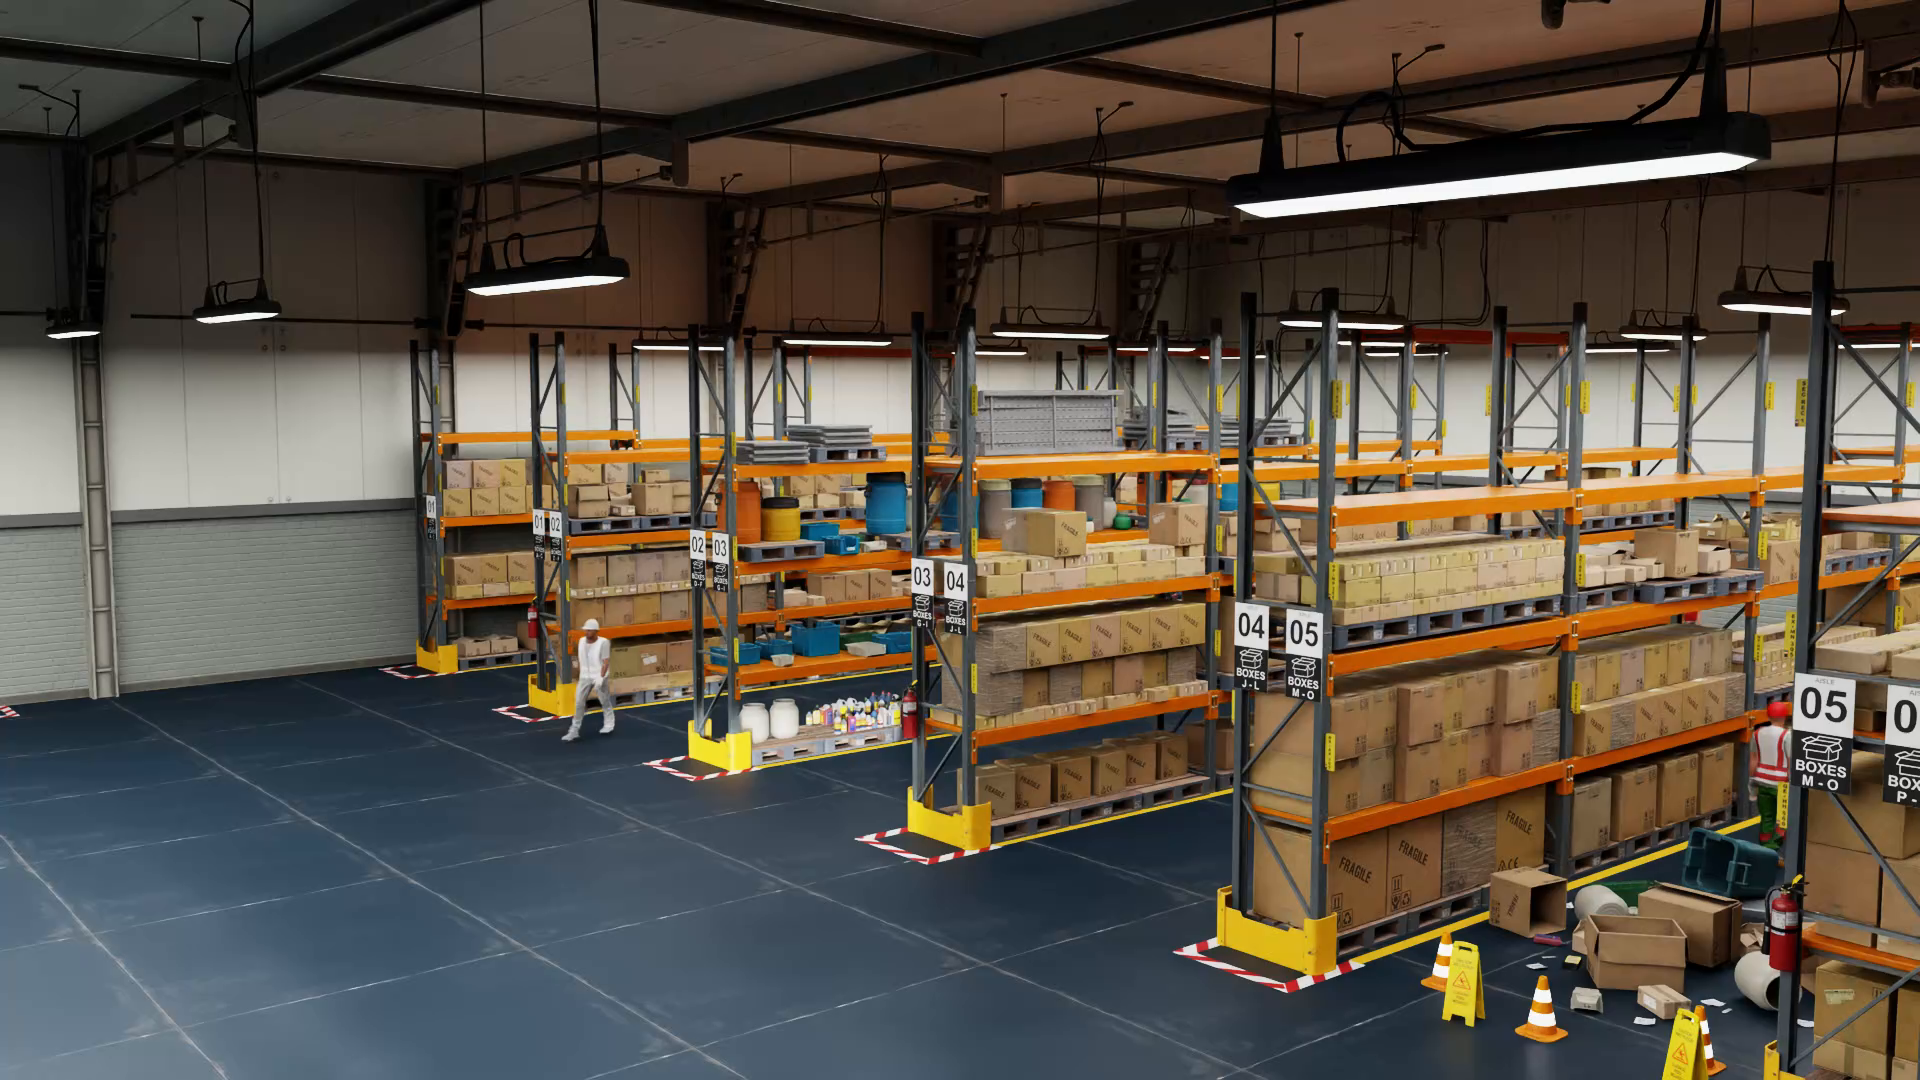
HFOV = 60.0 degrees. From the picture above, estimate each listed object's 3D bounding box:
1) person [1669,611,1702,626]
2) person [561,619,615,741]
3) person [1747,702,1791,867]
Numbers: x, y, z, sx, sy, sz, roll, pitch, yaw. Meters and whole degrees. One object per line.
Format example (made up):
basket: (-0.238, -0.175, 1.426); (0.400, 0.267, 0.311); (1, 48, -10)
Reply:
person: (13.188, 1.555, 30.220); (0.520, 1.617, 0.991); (0, 5, -1)
person: (-5.402, 2.018, 24.354); (0.576, 1.736, 0.944); (1, 5, 15)
person: (8.714, 2.631, 17.835); (0.530, 1.790, 0.569); (-3, 6, -31)
